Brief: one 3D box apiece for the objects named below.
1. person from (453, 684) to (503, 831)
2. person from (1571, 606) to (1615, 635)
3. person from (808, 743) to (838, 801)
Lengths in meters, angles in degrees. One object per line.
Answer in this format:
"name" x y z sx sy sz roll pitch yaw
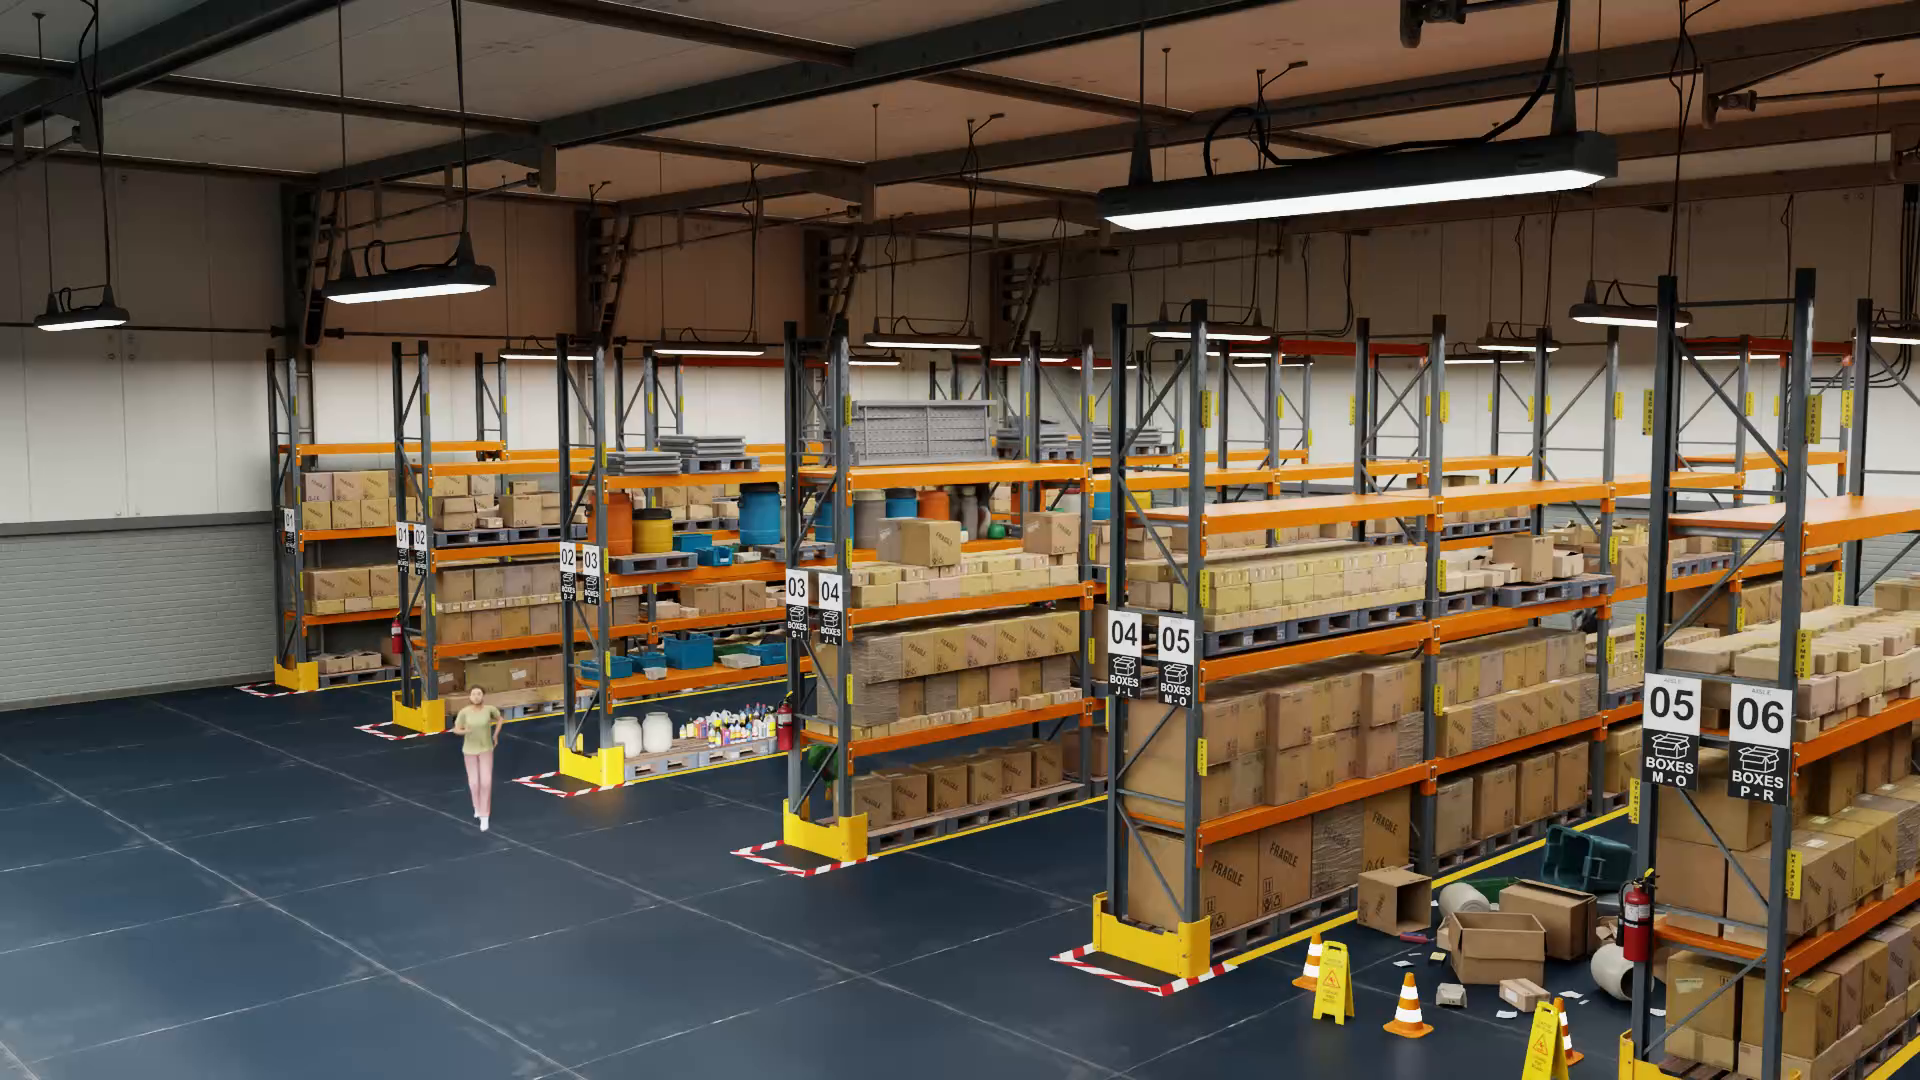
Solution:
"person" -5.802 2.588 20.035 0.562 1.714 0.707 -1 5 -11
"person" 11.259 1.768 29.555 0.710 1.774 0.751 0 5 3
"person" -1.594 2.461 20.974 0.650 1.736 0.688 4 7 41
